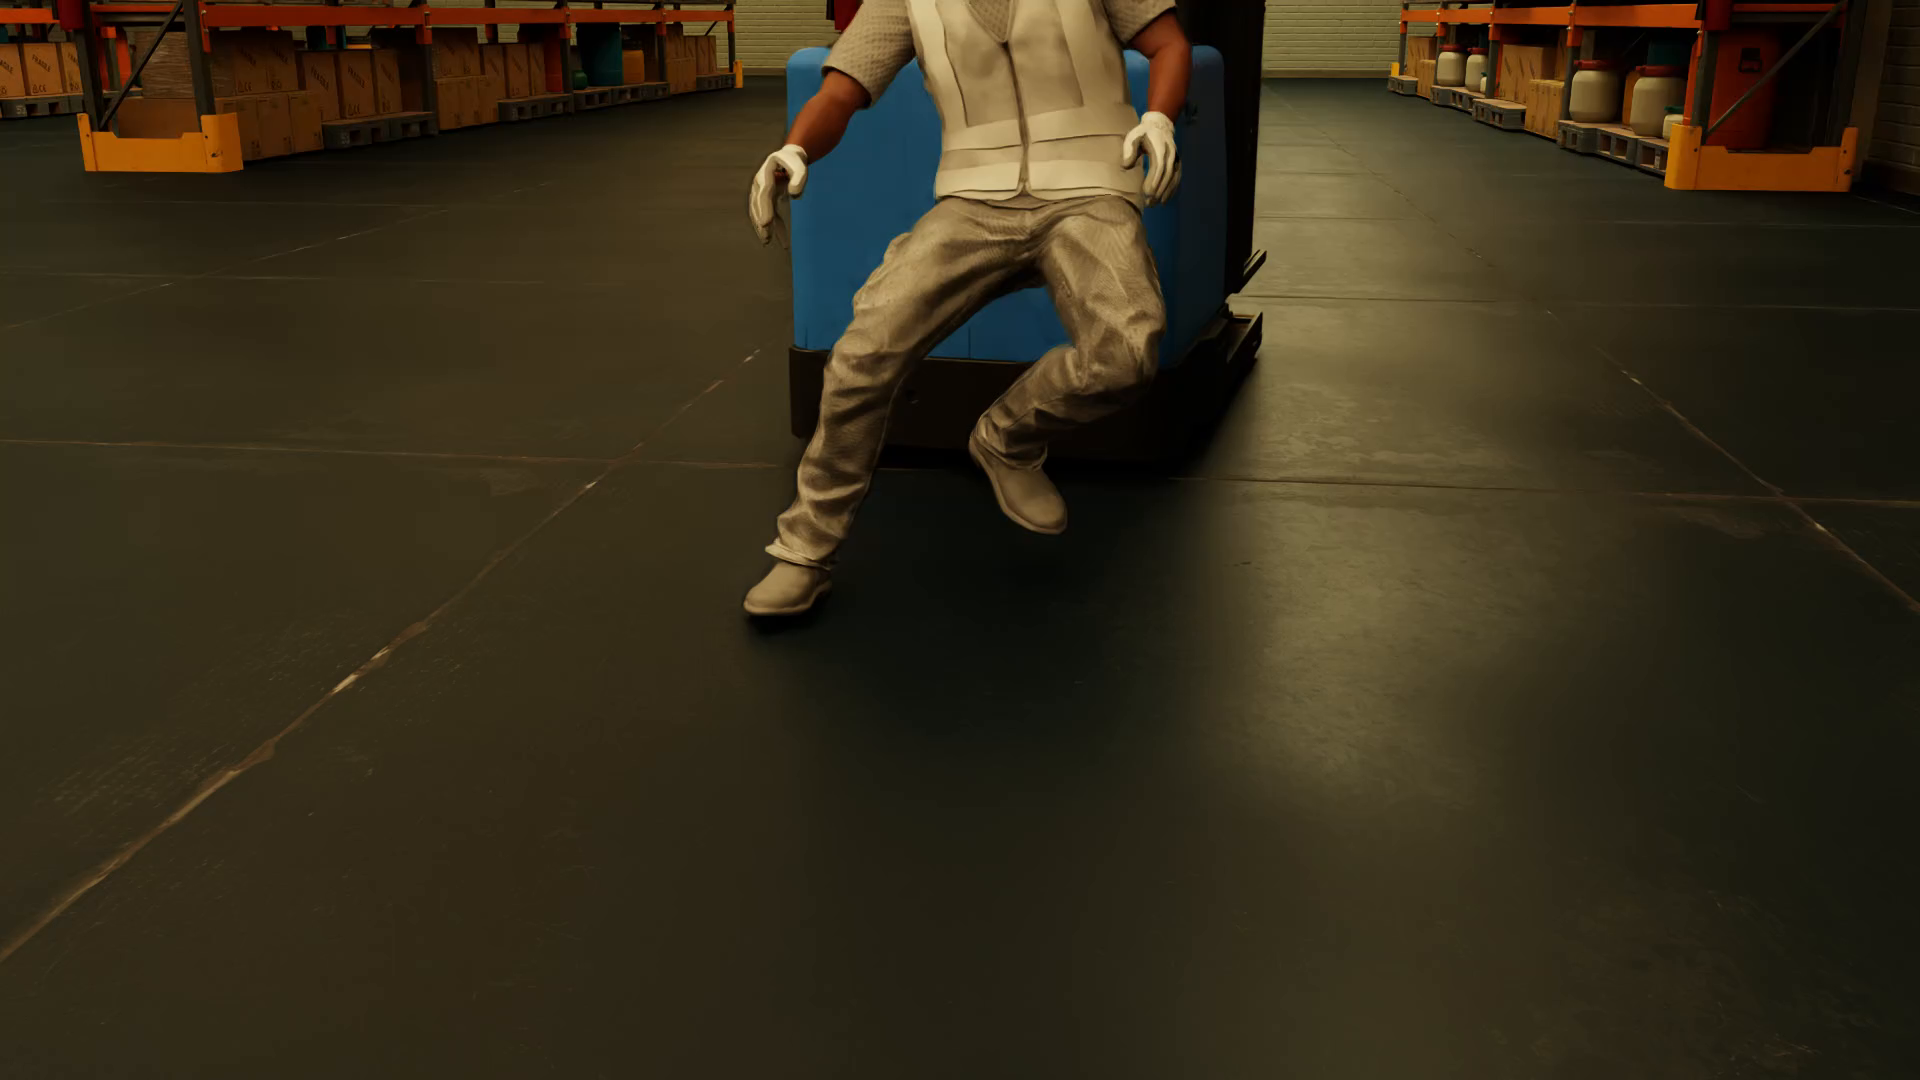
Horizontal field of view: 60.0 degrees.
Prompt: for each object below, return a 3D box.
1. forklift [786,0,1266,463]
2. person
[{"bbox_3d":[0.438,-1.997,5.286,1.130,2.935,3.031,5,18,15],"label":"forklift"},{"bbox_3d":[0.014,-0.648,3.211,0.826,1.617,0.748,3,18,11],"label":"person"}]
